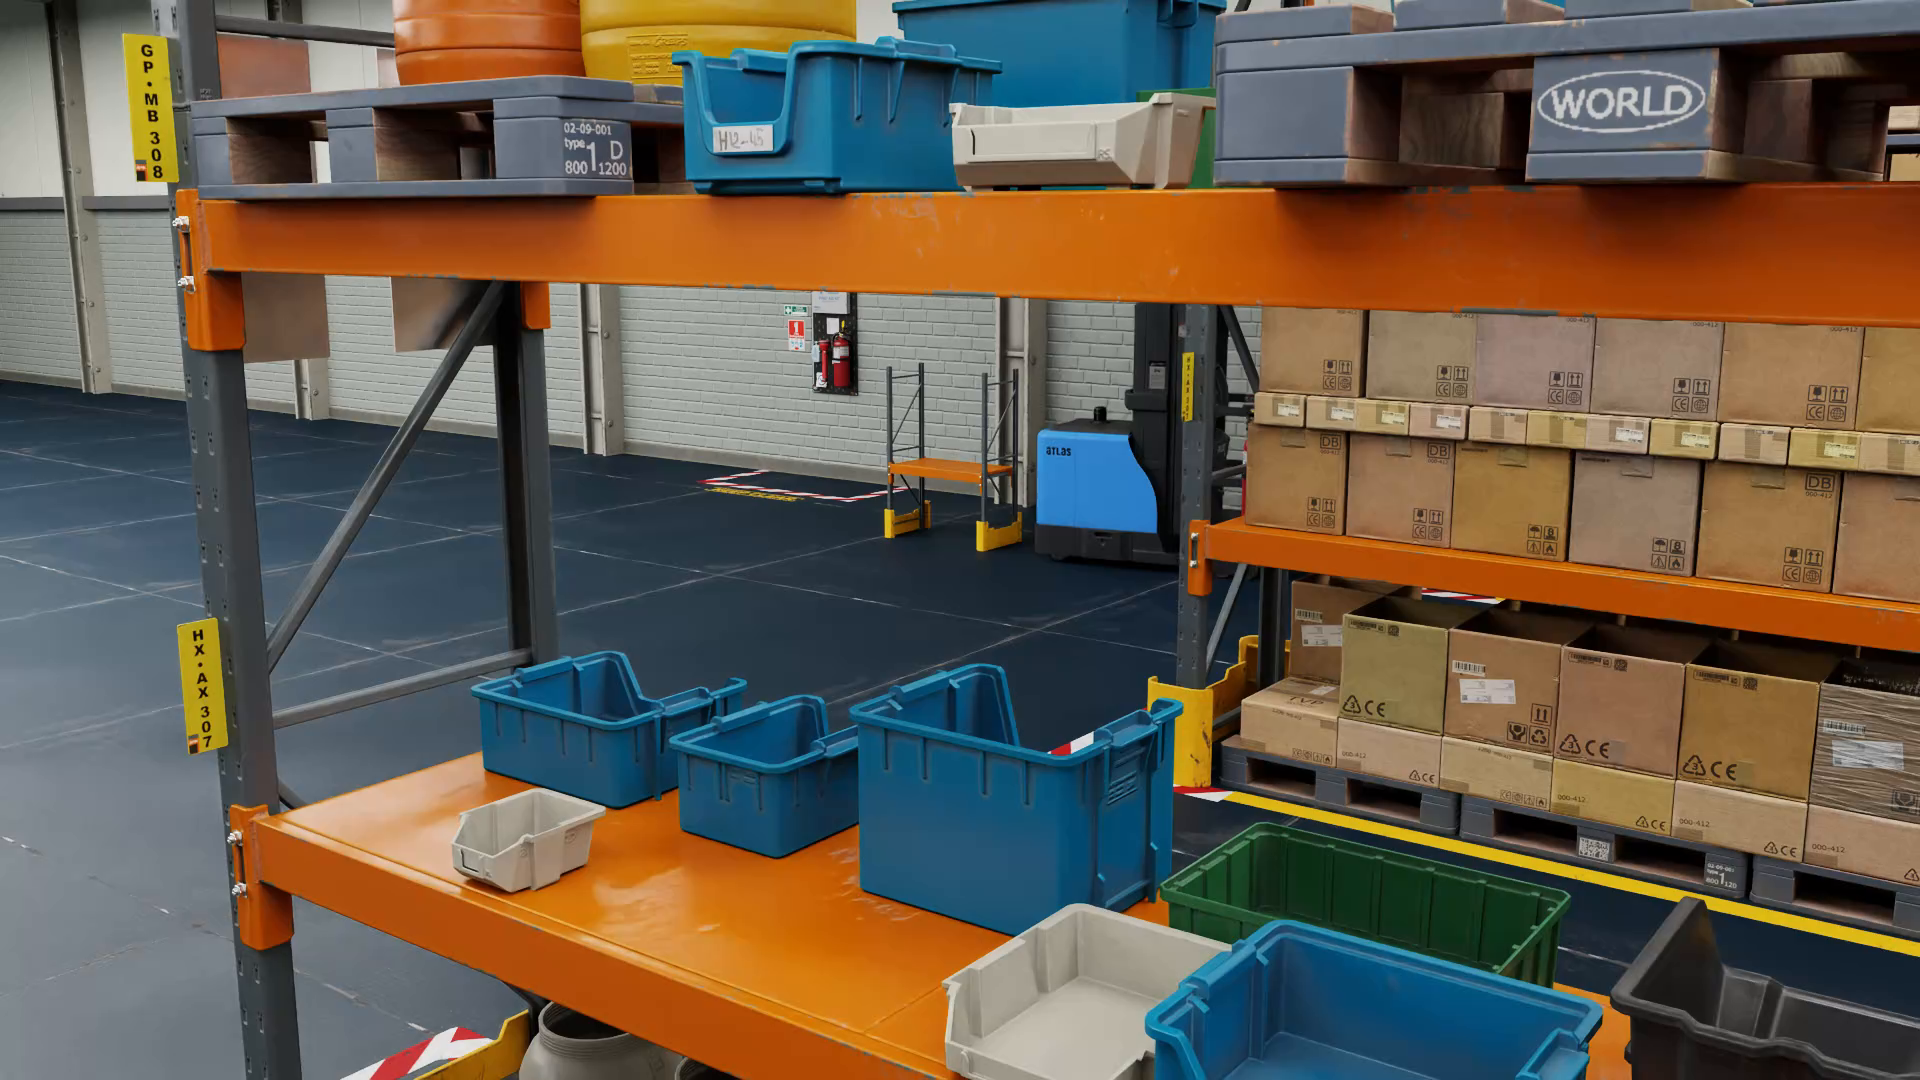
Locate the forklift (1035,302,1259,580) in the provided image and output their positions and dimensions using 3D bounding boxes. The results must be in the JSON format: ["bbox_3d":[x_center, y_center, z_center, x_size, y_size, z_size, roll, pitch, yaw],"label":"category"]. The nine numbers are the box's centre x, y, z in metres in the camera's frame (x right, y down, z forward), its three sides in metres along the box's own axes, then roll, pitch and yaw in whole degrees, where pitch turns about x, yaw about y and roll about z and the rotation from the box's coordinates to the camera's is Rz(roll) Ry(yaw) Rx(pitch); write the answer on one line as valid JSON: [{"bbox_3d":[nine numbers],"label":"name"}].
[{"bbox_3d":[2.178,-1.241,13.228,3.031,2.935,1.130,5,12,23],"label":"forklift"}]

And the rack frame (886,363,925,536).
[{"bbox_3d":[-0.478,-0.803,14.732,0.032,1.500,0.500,8,13,36],"label":"rack frame"}]

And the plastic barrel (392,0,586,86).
[{"bbox_3d":[-1.052,-1.445,3.970,0.708,0.830,0.600,8,13,36],"label":"plastic barrel"}]

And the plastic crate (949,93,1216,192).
[{"bbox_3d":[0.173,-0.603,2.546,0.396,0.136,0.243,8,13,36],"label":"plastic crate"}]

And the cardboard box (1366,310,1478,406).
[{"bbox_3d":[2.255,-0.916,7.689,0.500,0.500,0.700,8,13,34],"label":"cardboard box"}]

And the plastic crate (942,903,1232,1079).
[{"bbox_3d":[0.247,0.845,2.961,0.437,0.136,0.530,8,13,36],"label":"plastic crate"}]

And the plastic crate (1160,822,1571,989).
[{"bbox_3d":[0.779,0.767,3.225,0.662,0.188,0.450,8,13,36],"label":"plastic crate"}]

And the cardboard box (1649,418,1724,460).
[{"bbox_3d":[3.056,-0.437,6.919,0.250,0.149,0.380,8,14,37],"label":"cardboard box"}]

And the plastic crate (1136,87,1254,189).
[{"bbox_3d":[0.595,-0.729,3.060,0.450,0.188,0.336,8,13,36],"label":"plastic crate"}]

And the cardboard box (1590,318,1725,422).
[{"bbox_3d":[3.066,-0.803,7.105,0.500,0.500,0.700,8,14,36],"label":"cardboard box"}]

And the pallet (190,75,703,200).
[{"bbox_3d":[-0.910,-0.863,3.692,1.213,0.211,1.003,8,13,36],"label":"pallet"}]

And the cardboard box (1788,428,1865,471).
[{"bbox_3d":[3.475,-0.379,6.620,0.250,0.149,0.380,8,13,35],"label":"cardboard box"}]

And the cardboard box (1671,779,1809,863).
[{"bbox_3d":[3.329,1.114,7.005,0.500,0.250,0.500,8,13,36],"label":"cardboard box"}]

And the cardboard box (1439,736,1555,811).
[{"bbox_3d":[2.525,1.001,7.590,0.500,0.250,0.500,8,13,36],"label":"cardboard box"}]

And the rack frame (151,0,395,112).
[{"bbox_3d":[-1.518,-2.536,3.947,0.127,3.000,1.000,8,13,36],"label":"rack frame"}]

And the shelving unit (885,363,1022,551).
[{"bbox_3d":[-0.061,-0.745,14.432,1.083,1.500,0.587,8,13,36],"label":"shelving unit"}]

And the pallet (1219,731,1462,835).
[{"bbox_3d":[2.058,1.100,8.288,1.213,0.211,1.003,8,13,36],"label":"pallet"}]

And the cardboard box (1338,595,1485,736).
[{"bbox_3d":[2.121,0.577,7.808,0.500,0.500,0.500,8,13,36],"label":"cardboard box"}]

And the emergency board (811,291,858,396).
[{"bbox_3d":[-1.383,-2.119,17.588,0.643,1.169,0.194,8,13,36],"label":"emergency board"}]

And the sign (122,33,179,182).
[{"bbox_3d":[-1.848,-0.984,3.799,0.005,0.325,0.100,8,13,36],"label":"sign"}]

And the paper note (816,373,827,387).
[{"bbox_3d":[-1.485,-1.717,17.829,0.142,0.148,0.016,8,13,36],"label":"paper note"}]

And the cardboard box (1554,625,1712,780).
[{"bbox_3d":[2.925,0.690,7.223,0.500,0.500,0.500,8,13,36],"label":"cardboard box"}]

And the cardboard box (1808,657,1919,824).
[{"bbox_3d":[3.741,0.800,6.657,0.500,0.500,0.500,8,13,36],"label":"cardboard box"}]

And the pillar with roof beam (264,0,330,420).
[{"bbox_3d":[-11.634,-5.471,19.119,0.400,9.000,9.100,8,13,36],"label":"pillar with roof beam"}]

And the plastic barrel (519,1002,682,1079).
[{"bbox_3d":[-0.943,1.487,4.392,0.421,0.512,0.421,0,11,0],"label":"plastic barrel"}]

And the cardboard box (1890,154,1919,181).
[{"bbox_3d":[6.147,-2.324,10.430,0.500,0.500,0.500,7,13,33],"label":"cardboard box"}]

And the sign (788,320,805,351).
[{"bbox_3d":[-1.768,-2.215,17.987,0.234,0.329,0.001,8,13,36],"label":"sign"}]

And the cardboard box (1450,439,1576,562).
[{"bbox_3d":[2.608,-0.228,7.549,0.500,0.500,0.700,8,14,36],"label":"cardboard box"}]

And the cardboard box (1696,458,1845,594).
[{"bbox_3d":[3.448,-0.112,6.950,0.500,0.500,0.700,8,14,36],"label":"cardboard box"}]

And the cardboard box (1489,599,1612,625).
[{"bbox_3d":[2.840,0.552,7.939,0.500,0.500,0.500,8,13,36],"label":"cardboard box"}]

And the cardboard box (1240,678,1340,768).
[{"bbox_3d":[1.717,0.889,8.168,0.500,0.250,0.500,8,13,36],"label":"cardboard box"}]

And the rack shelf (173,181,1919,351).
[{"bbox_3d":[0.094,-0.485,3.138,4.000,0.370,1.077,8,13,36],"label":"rack shelf"}]

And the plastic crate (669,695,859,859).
[{"bbox_3d":[-0.418,0.567,4.095,0.408,0.251,0.499,8,13,36],"label":"plastic crate"}]

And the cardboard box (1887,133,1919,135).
[{"bbox_3d":[3.955,-1.761,6.596,0.500,0.311,0.500,7,13,32],"label":"cardboard box"}]

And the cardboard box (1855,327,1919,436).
[{"bbox_3d":[3.871,-0.691,6.523,0.500,0.500,0.700,8,13,35],"label":"cardboard box"}]

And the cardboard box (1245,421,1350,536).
[{"bbox_3d":[1.785,-0.343,8.144,0.500,0.500,0.700,8,14,36],"label":"cardboard box"}]

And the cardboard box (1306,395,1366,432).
[{"bbox_3d":[1.820,-0.610,7.814,0.250,0.149,0.380,8,13,34],"label":"cardboard box"}]

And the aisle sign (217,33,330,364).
[{"bbox_3d":[-1.750,-0.830,4.080,0.004,0.787,0.394,8,13,36],"label":"aisle sign"}]

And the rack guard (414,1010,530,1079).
[{"bbox_3d":[-1.429,1.638,4.748,0.348,0.500,1.175,8,13,36],"label":"rack guard"}]

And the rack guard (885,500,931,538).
[{"bbox_3d":[-0.463,-0.187,14.840,0.087,0.250,0.587,8,13,36],"label":"rack guard"}]

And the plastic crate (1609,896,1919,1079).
[{"bbox_3d":[1.359,0.811,2.603,0.504,0.338,0.767,8,13,36],"label":"plastic crate"}]

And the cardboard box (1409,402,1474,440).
[{"bbox_3d":[2.222,-0.553,7.519,0.250,0.149,0.380,8,13,35],"label":"cardboard box"}]

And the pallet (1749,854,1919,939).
[{"bbox_3d":[4.024,1.374,6.870,1.213,0.211,1.003,8,13,36],"label":"pallet"}]

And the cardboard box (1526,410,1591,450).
[{"bbox_3d":[2.645,-0.495,7.218,0.250,0.149,0.380,8,13,35],"label":"cardboard box"}]

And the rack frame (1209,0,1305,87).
[{"bbox_3d":[1.416,-3.294,7.865,0.127,3.000,1.000,8,13,36],"label":"rack frame"}]

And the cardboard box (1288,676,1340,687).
[{"bbox_3d":[2.024,0.810,8.578,0.500,0.250,0.500,8,13,36],"label":"cardboard box"}]

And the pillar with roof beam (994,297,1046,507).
[{"bbox_3d":[-1.962,-4.122,12.145,0.400,9.000,9.100,8,13,36],"label":"pillar with roof beam"}]

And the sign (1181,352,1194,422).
[{"bbox_3d":[1.083,-0.728,7.909,0.005,0.325,0.100,8,13,36],"label":"sign"}]

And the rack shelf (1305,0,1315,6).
[{"bbox_3d":[3.029,-2.520,6.809,4.000,0.370,1.077,8,13,36],"label":"rack shelf"}]

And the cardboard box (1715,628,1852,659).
[{"bbox_3d":[3.646,0.664,7.359,0.500,0.500,0.500,8,13,36],"label":"cardboard box"}]
